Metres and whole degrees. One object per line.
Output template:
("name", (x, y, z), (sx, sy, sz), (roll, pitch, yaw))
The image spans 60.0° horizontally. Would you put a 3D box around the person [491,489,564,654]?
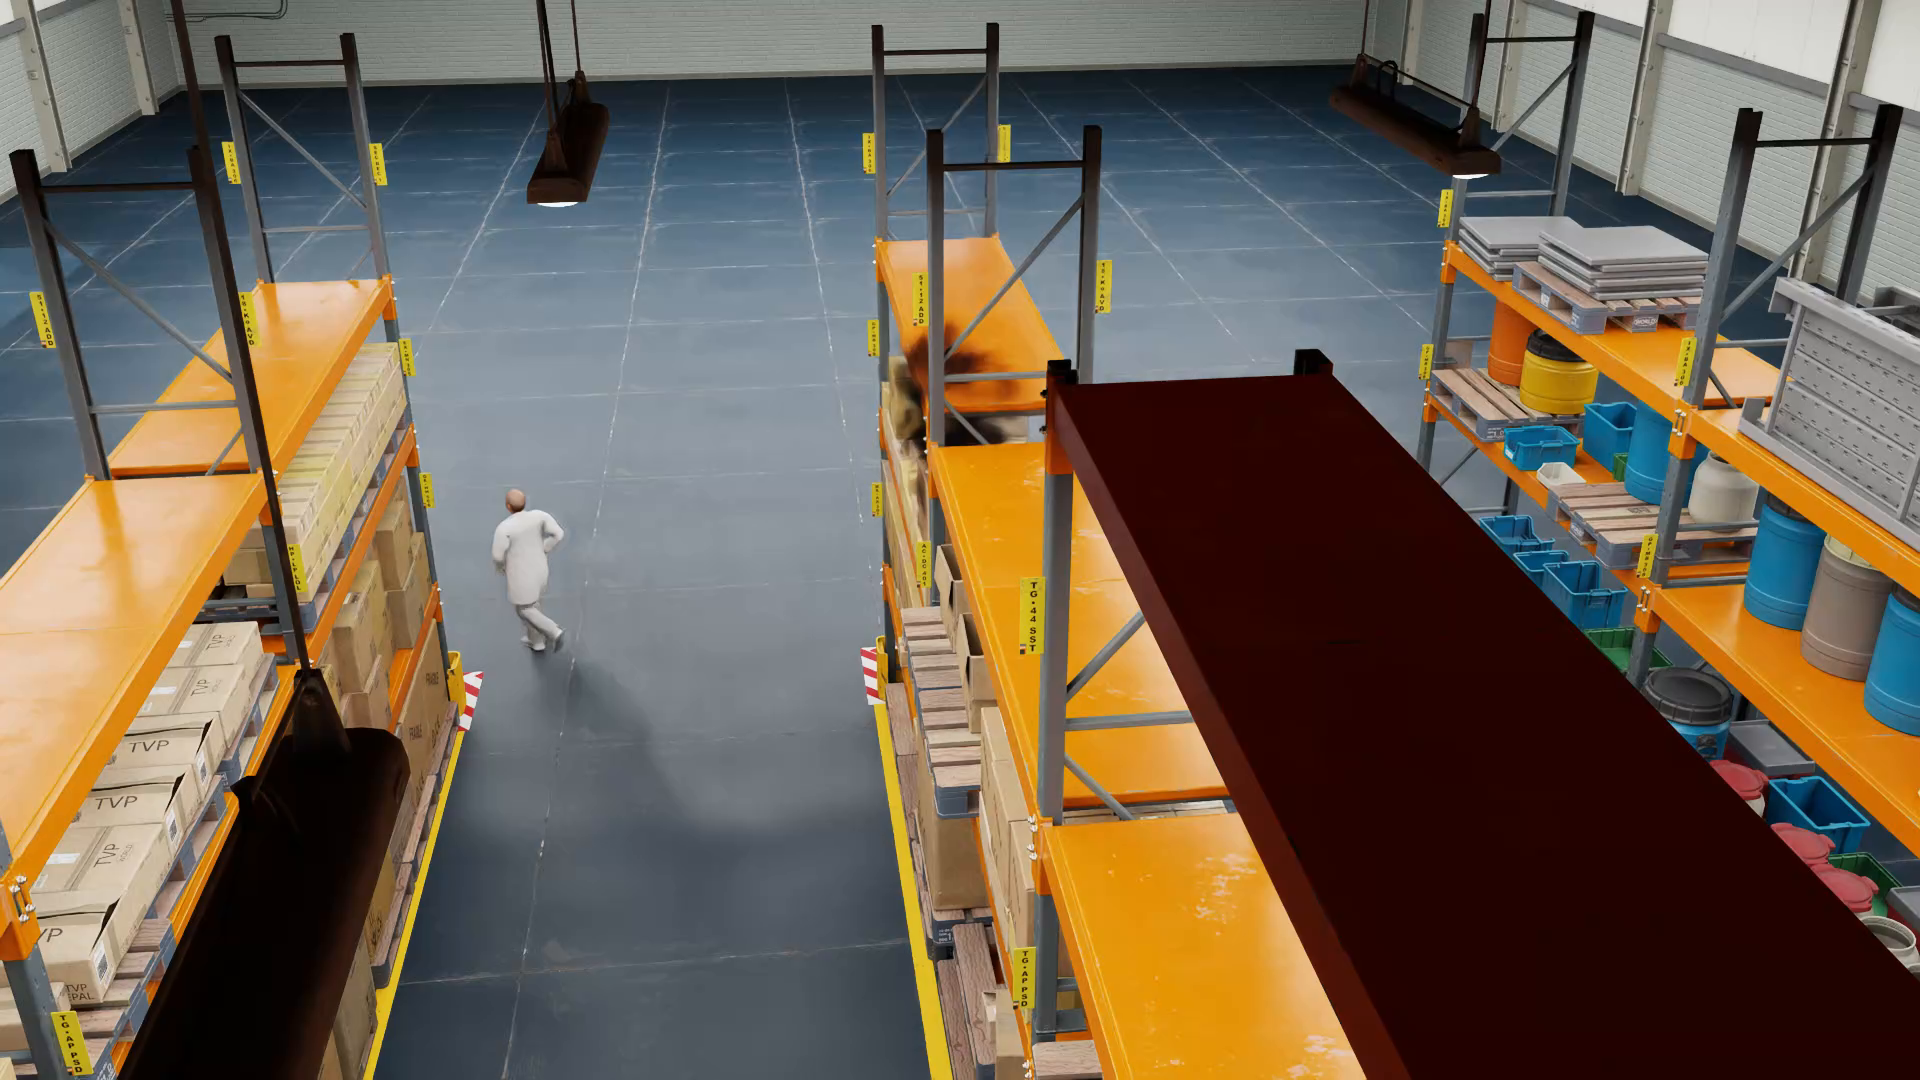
("person", (-4.080, 0.351, 15.805), (0.824, 1.765, 0.748), (22, 33, 38))
